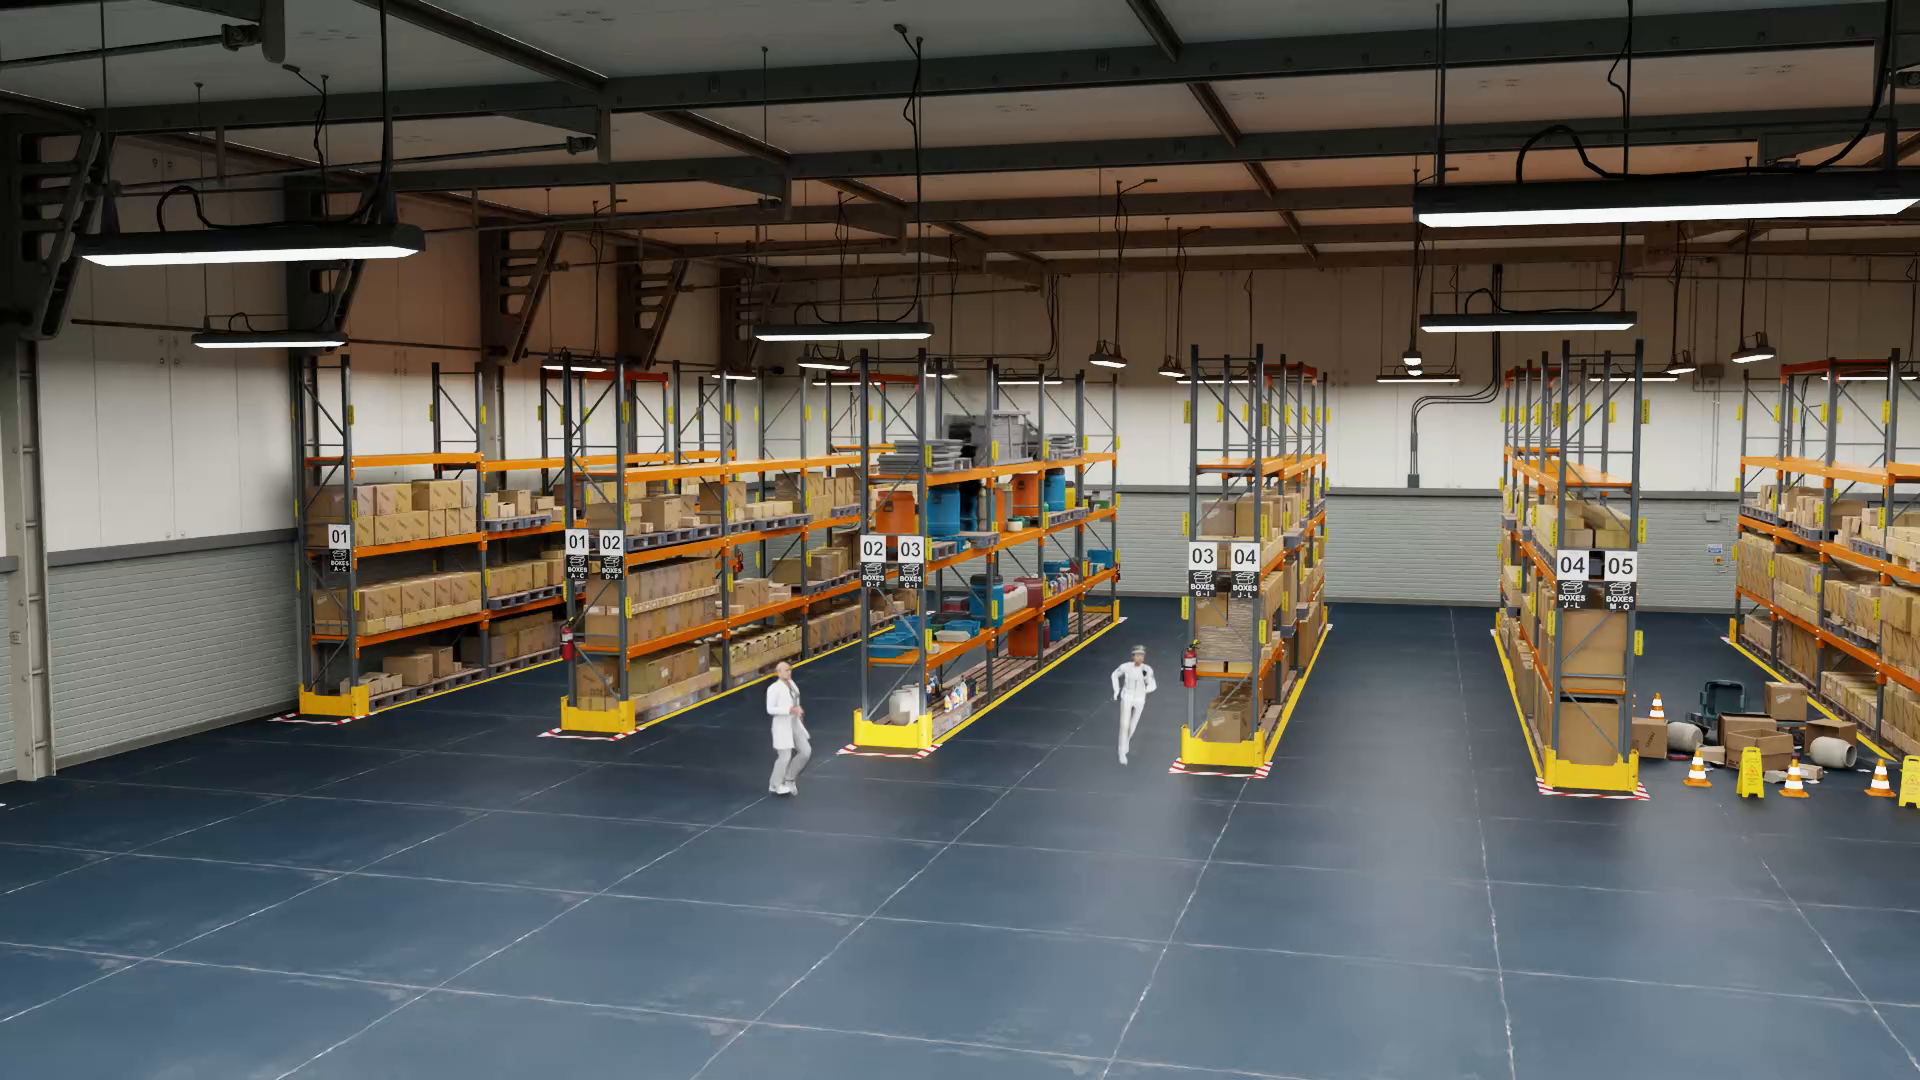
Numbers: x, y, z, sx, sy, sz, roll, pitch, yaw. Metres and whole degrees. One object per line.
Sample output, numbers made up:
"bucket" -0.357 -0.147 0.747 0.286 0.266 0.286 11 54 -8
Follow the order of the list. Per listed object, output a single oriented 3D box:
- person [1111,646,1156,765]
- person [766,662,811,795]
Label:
"person" 2.532 2.368 24.208 0.638 1.701 0.843 0 4 -1
"person" -2.230 2.491 21.832 0.695 1.776 0.688 3 5 38
